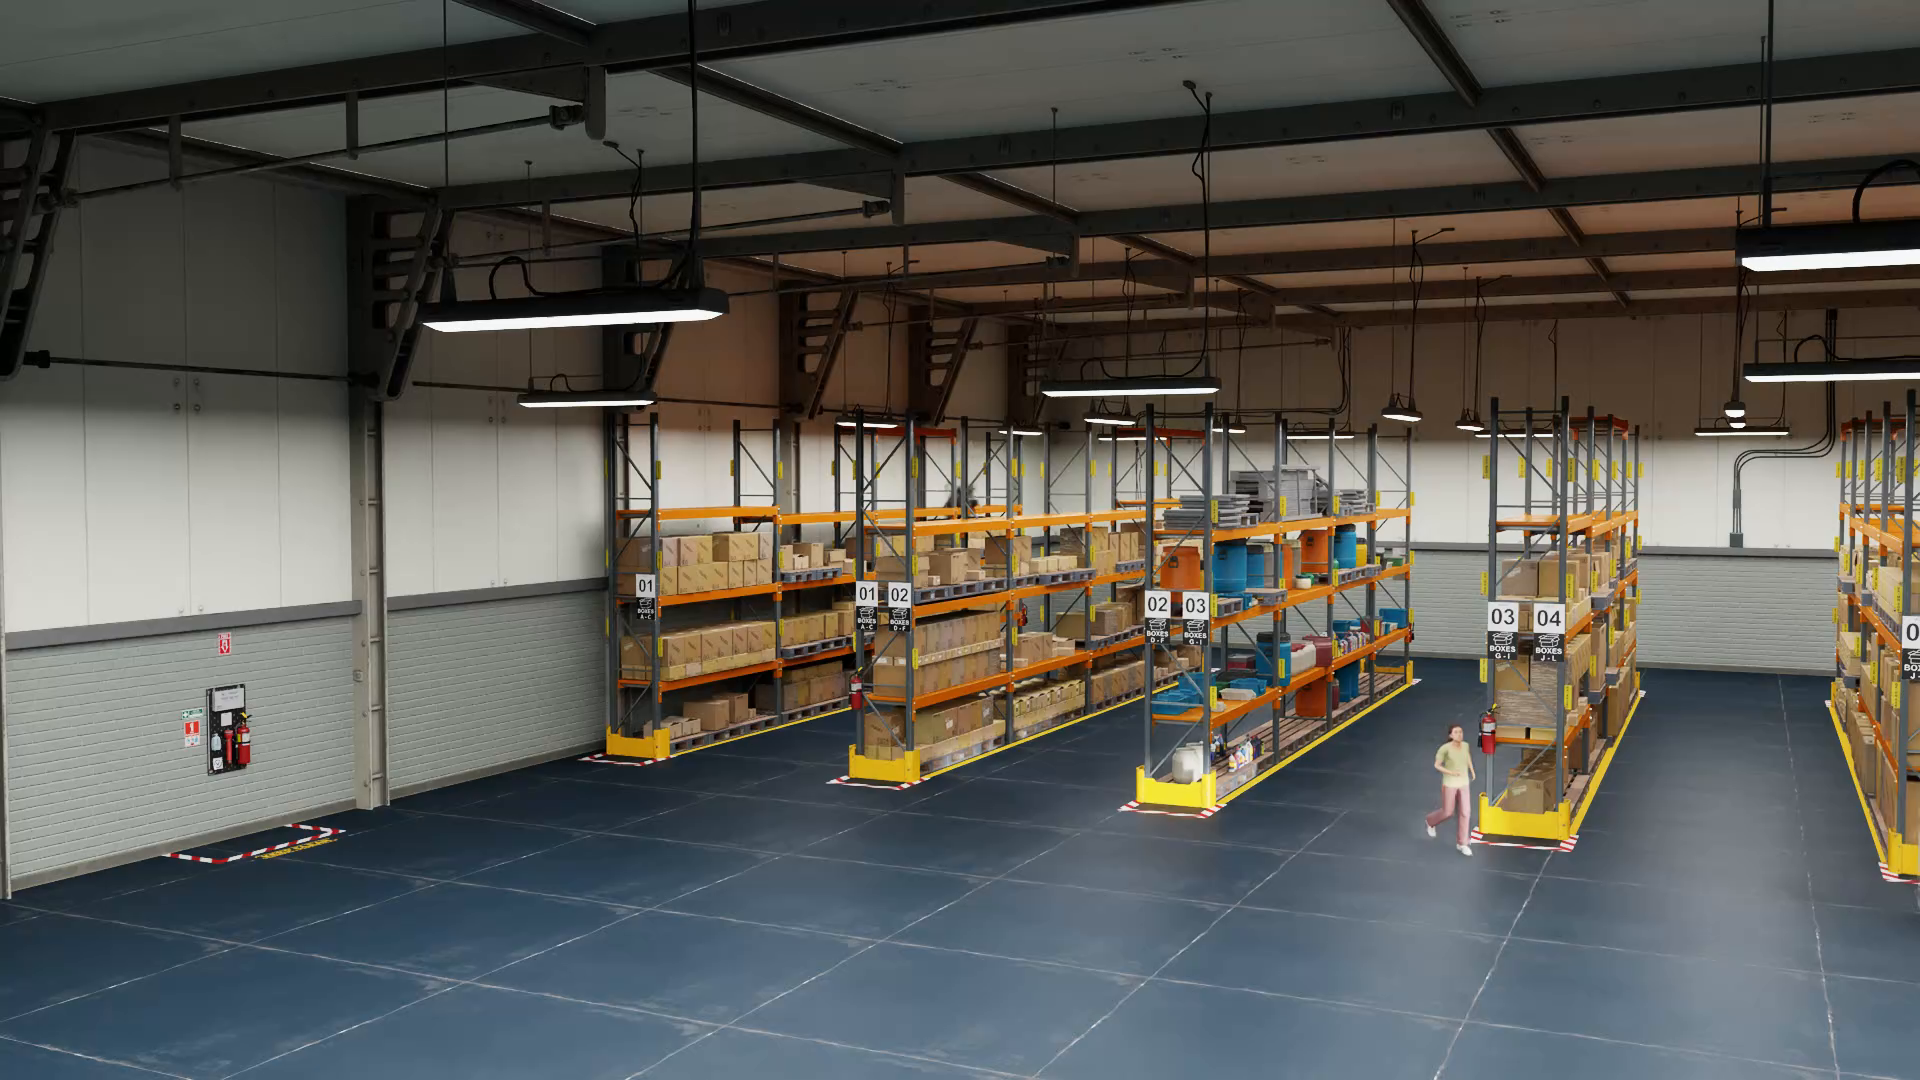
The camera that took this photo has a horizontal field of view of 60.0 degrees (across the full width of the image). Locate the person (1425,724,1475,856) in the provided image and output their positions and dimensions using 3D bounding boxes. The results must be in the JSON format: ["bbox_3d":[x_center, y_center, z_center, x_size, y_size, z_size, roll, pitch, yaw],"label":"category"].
[{"bbox_3d":[6.518,3.250,21.970,0.586,1.669,0.926,-1,2,-12],"label":"person"}]
